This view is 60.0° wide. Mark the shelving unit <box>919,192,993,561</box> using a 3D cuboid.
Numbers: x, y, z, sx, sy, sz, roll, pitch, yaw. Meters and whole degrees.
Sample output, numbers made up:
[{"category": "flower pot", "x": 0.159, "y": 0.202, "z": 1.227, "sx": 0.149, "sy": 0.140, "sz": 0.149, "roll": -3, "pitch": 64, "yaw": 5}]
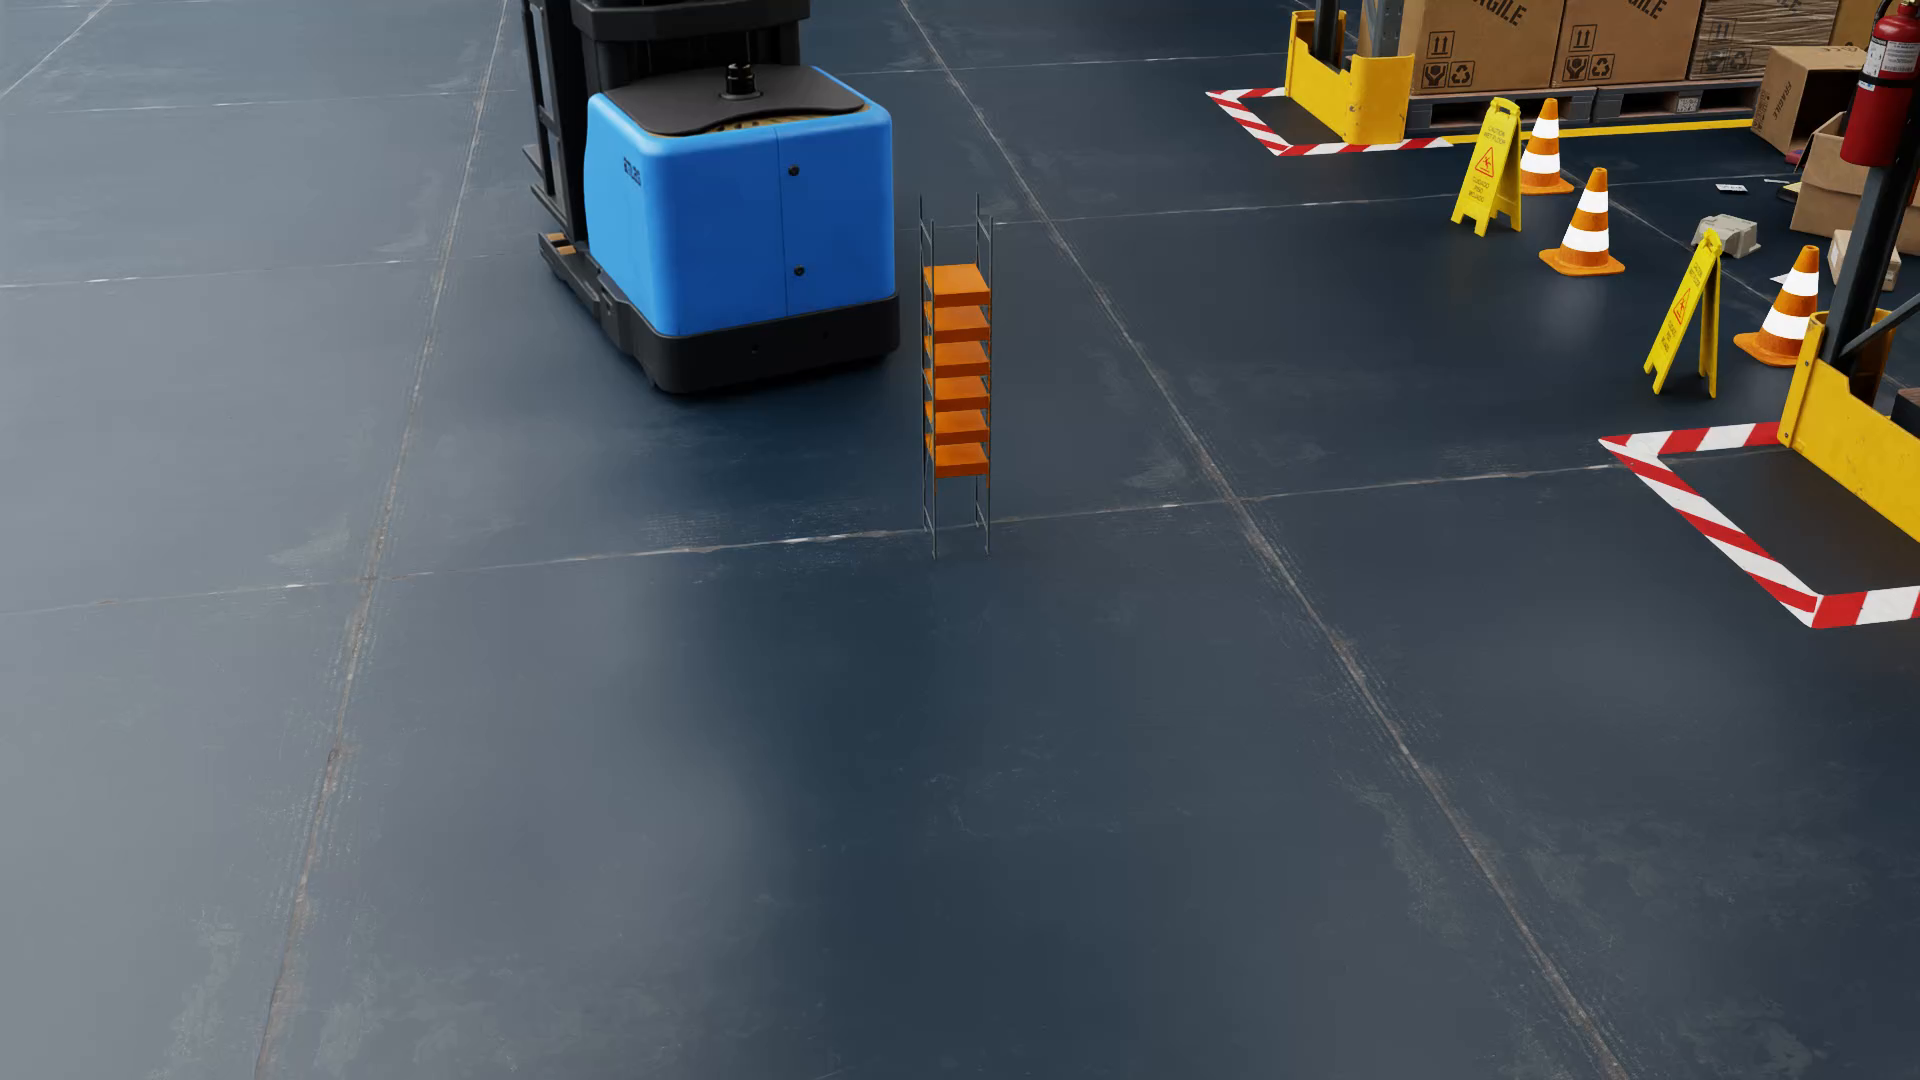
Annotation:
[{"category": "shelving unit", "x": -0.014, "y": -0.516, "z": 5.444, "sx": 0.189, "sy": 1.200, "sz": 0.258, "roll": -5, "pitch": 31, "yaw": -9}]

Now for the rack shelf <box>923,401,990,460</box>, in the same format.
[{"category": "rack shelf", "x": -0.014, "y": -0.374, "z": 5.527, "sx": 0.180, "sy": 0.103, "sz": 0.258, "roll": -5, "pitch": 31, "yaw": -9}]

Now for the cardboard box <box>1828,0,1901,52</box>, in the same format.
[{"category": "cardboard box", "x": 5.654, "y": -3.491, "z": 10.410, "sx": 0.875, "sy": 0.875, "sz": 0.875, "roll": -5, "pitch": 31, "yaw": -8}]

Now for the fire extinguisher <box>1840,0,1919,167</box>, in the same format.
[{"category": "fire extinguisher", "x": 3.146, "y": -1.610, "z": 5.606, "sx": 0.183, "sy": 0.674, "sz": 0.296, "roll": -5, "pitch": 31, "yaw": -9}]

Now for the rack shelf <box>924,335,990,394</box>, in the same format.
[{"category": "rack shelf", "x": -0.014, "y": -0.581, "z": 5.405, "sx": 0.180, "sy": 0.103, "sz": 0.258, "roll": -5, "pitch": 31, "yaw": -9}]

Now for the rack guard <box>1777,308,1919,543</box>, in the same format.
[{"category": "rack guard", "x": 3.416, "y": -0.354, "z": 5.859, "sx": 0.348, "sy": 0.500, "sz": 1.175, "roll": -5, "pitch": 31, "yaw": -9}]

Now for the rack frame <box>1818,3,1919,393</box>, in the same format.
[{"category": "rack frame", "x": 3.341, "y": -1.424, "z": 5.213, "sx": 0.127, "sy": 3.000, "sz": 1.000, "roll": -5, "pitch": 31, "yaw": -9}]

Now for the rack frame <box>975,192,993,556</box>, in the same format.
[{"category": "rack frame", "x": 0.076, "y": -0.524, "z": 5.458, "sx": 0.006, "sy": 1.200, "sz": 0.240, "roll": -5, "pitch": 31, "yaw": -9}]

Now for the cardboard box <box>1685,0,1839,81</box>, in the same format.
[{"category": "cardboard box", "x": 4.768, "y": -3.407, "z": 10.266, "sx": 0.875, "sy": 0.875, "sz": 0.875, "roll": -5, "pitch": 31, "yaw": -9}]

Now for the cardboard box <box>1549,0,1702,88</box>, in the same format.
[{"category": "cardboard box", "x": 3.871, "y": -3.325, "z": 10.127, "sx": 0.875, "sy": 0.875, "sz": 0.875, "roll": -6, "pitch": 31, "yaw": -10}]

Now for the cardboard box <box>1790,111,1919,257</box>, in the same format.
[{"category": "cardboard box", "x": 4.613, "y": -1.771, "z": 8.265, "sx": 0.797, "sy": 0.503, "sz": 0.637, "roll": 23, "pitch": 37, "yaw": 33}]

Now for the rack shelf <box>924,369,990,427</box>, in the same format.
[{"category": "rack shelf", "x": -0.014, "y": -0.478, "z": 5.466, "sx": 0.180, "sy": 0.103, "sz": 0.258, "roll": -5, "pitch": 31, "yaw": -9}]

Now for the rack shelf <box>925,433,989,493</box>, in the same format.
[{"category": "rack shelf", "x": -0.014, "y": -0.271, "z": 5.588, "sx": 0.180, "sy": 0.103, "sz": 0.258, "roll": -5, "pitch": 31, "yaw": -9}]

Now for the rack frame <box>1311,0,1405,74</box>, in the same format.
[{"category": "rack frame", "x": 2.350, "y": -3.883, "z": 9.395, "sx": 0.127, "sy": 3.000, "sz": 1.000, "roll": -5, "pitch": 31, "yaw": -9}]

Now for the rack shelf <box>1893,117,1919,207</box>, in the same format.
[{"category": "rack shelf", "x": 5.309, "y": -1.297, "z": 5.706, "sx": 4.000, "sy": 0.370, "sz": 1.077, "roll": -5, "pitch": 31, "yaw": -9}]

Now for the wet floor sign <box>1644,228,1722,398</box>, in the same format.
[{"category": "wet floor sign", "x": 2.962, "y": -0.926, "z": 6.688, "sx": 0.232, "sy": 0.644, "sz": 0.267, "roll": 5, "pitch": 31, "yaw": 8}]

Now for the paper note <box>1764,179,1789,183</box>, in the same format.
[{"category": "paper note", "x": 4.453, "y": -1.955, "z": 9.065, "sx": 0.123, "sy": 0.001, "sz": 0.032, "roll": 10, "pitch": 32, "yaw": 17}]

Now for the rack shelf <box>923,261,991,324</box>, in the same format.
[{"category": "rack shelf", "x": -0.014, "y": -0.788, "z": 5.284, "sx": 0.180, "sy": 0.103, "sz": 0.258, "roll": -5, "pitch": 31, "yaw": -9}]

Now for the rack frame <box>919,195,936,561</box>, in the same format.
[{"category": "rack frame", "x": -0.104, "y": -0.508, "z": 5.429, "sx": 0.006, "sy": 1.200, "sz": 0.240, "roll": -5, "pitch": 31, "yaw": -9}]

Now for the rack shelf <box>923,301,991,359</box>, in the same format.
[{"category": "rack shelf", "x": -0.014, "y": -0.684, "z": 5.344, "sx": 0.180, "sy": 0.103, "sz": 0.258, "roll": -5, "pitch": 31, "yaw": -9}]

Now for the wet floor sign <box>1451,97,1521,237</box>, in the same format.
[{"category": "wet floor sign", "x": 2.678, "y": -1.879, "z": 8.308, "sx": 0.232, "sy": 0.644, "sz": 0.267, "roll": -11, "pitch": 32, "yaw": -17}]

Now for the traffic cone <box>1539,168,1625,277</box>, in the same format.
[{"category": "traffic cone", "x": 2.998, "y": -1.536, "z": 7.905, "sx": 0.334, "sy": 0.463, "sz": 0.336, "roll": -5, "pitch": 31, "yaw": -9}]

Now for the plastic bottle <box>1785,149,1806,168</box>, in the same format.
[{"category": "plastic bottle", "x": 4.770, "y": -2.108, "z": 9.274, "sx": 0.133, "sy": 0.061, "sz": 0.283, "roll": -17, "pitch": 34, "yaw": -26}]

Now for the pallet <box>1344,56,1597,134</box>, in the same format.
[{"category": "pallet", "x": 3.123, "y": -2.793, "z": 10.292, "sx": 1.213, "sy": 0.211, "sz": 1.003, "roll": -5, "pitch": 31, "yaw": -9}]

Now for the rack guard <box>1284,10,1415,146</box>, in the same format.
[{"category": "rack guard", "x": 2.327, "y": -2.804, "z": 10.025, "sx": 0.348, "sy": 0.500, "sz": 1.175, "roll": -5, "pitch": 31, "yaw": -9}]

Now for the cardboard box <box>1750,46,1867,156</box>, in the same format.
[{"category": "cardboard box", "x": 4.943, "y": -2.519, "z": 9.538, "sx": 0.500, "sy": 0.500, "sz": 0.500, "roll": 0, "pitch": 30, "yaw": 0}]

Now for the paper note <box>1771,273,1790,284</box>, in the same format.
[{"category": "paper note", "x": 3.913, "y": -1.223, "z": 7.800, "sx": 0.142, "sy": 0.019, "sz": 0.148, "roll": -17, "pitch": 34, "yaw": -26}]

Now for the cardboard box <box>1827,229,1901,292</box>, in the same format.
[{"category": "cardboard box", "x": 4.266, "y": -1.322, "z": 7.852, "sx": 0.250, "sy": 0.149, "sz": 0.380, "roll": 10, "pitch": 32, "yaw": 17}]

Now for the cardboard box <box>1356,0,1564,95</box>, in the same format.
[{"category": "cardboard box", "x": 3.005, "y": -3.243, "z": 9.988, "sx": 0.875, "sy": 0.875, "sz": 0.875, "roll": -5, "pitch": 31, "yaw": -9}]

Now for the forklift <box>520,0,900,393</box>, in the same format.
[{"category": "forklift", "x": -1.361, "y": -2.569, "z": 7.228, "sx": 1.130, "sy": 2.935, "sz": 3.031, "roll": -14, "pitch": 33, "yaw": -23}]

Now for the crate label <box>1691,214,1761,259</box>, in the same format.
[{"category": "crate label", "x": 3.760, "y": -1.498, "z": 8.162, "sx": 0.298, "sy": 0.136, "sz": 0.250, "roll": -23, "pitch": 38, "yaw": -34}]

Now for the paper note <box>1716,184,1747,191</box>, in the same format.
[{"category": "paper note", "x": 4.158, "y": -1.896, "z": 8.945, "sx": 0.142, "sy": 0.017, "sz": 0.144, "roll": 5, "pitch": 31, "yaw": 8}]

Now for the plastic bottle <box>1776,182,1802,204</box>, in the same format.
[{"category": "plastic bottle", "x": 4.490, "y": -1.856, "z": 8.846, "sx": 0.283, "sy": 0.061, "sz": 0.133, "roll": -17, "pitch": 34, "yaw": -26}]

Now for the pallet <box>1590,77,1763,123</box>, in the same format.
[{"category": "pallet", "x": 4.320, "y": -2.903, "z": 10.479, "sx": 1.213, "sy": 0.211, "sz": 1.003, "roll": -5, "pitch": 31, "yaw": -9}]

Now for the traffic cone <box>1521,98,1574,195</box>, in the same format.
[{"category": "traffic cone", "x": 3.128, "y": -2.130, "z": 8.916, "sx": 0.334, "sy": 0.463, "sz": 0.336, "roll": -5, "pitch": 31, "yaw": -9}]

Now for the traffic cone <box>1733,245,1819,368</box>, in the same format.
[{"category": "traffic cone", "x": 3.532, "y": -1.013, "z": 7.017, "sx": 0.334, "sy": 0.463, "sz": 0.336, "roll": -5, "pitch": 31, "yaw": -9}]

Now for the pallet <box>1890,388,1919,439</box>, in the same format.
[{"category": "pallet", "x": 4.222, "y": -0.286, "z": 6.028, "sx": 1.213, "sy": 0.211, "sz": 1.003, "roll": -5, "pitch": 31, "yaw": -9}]
